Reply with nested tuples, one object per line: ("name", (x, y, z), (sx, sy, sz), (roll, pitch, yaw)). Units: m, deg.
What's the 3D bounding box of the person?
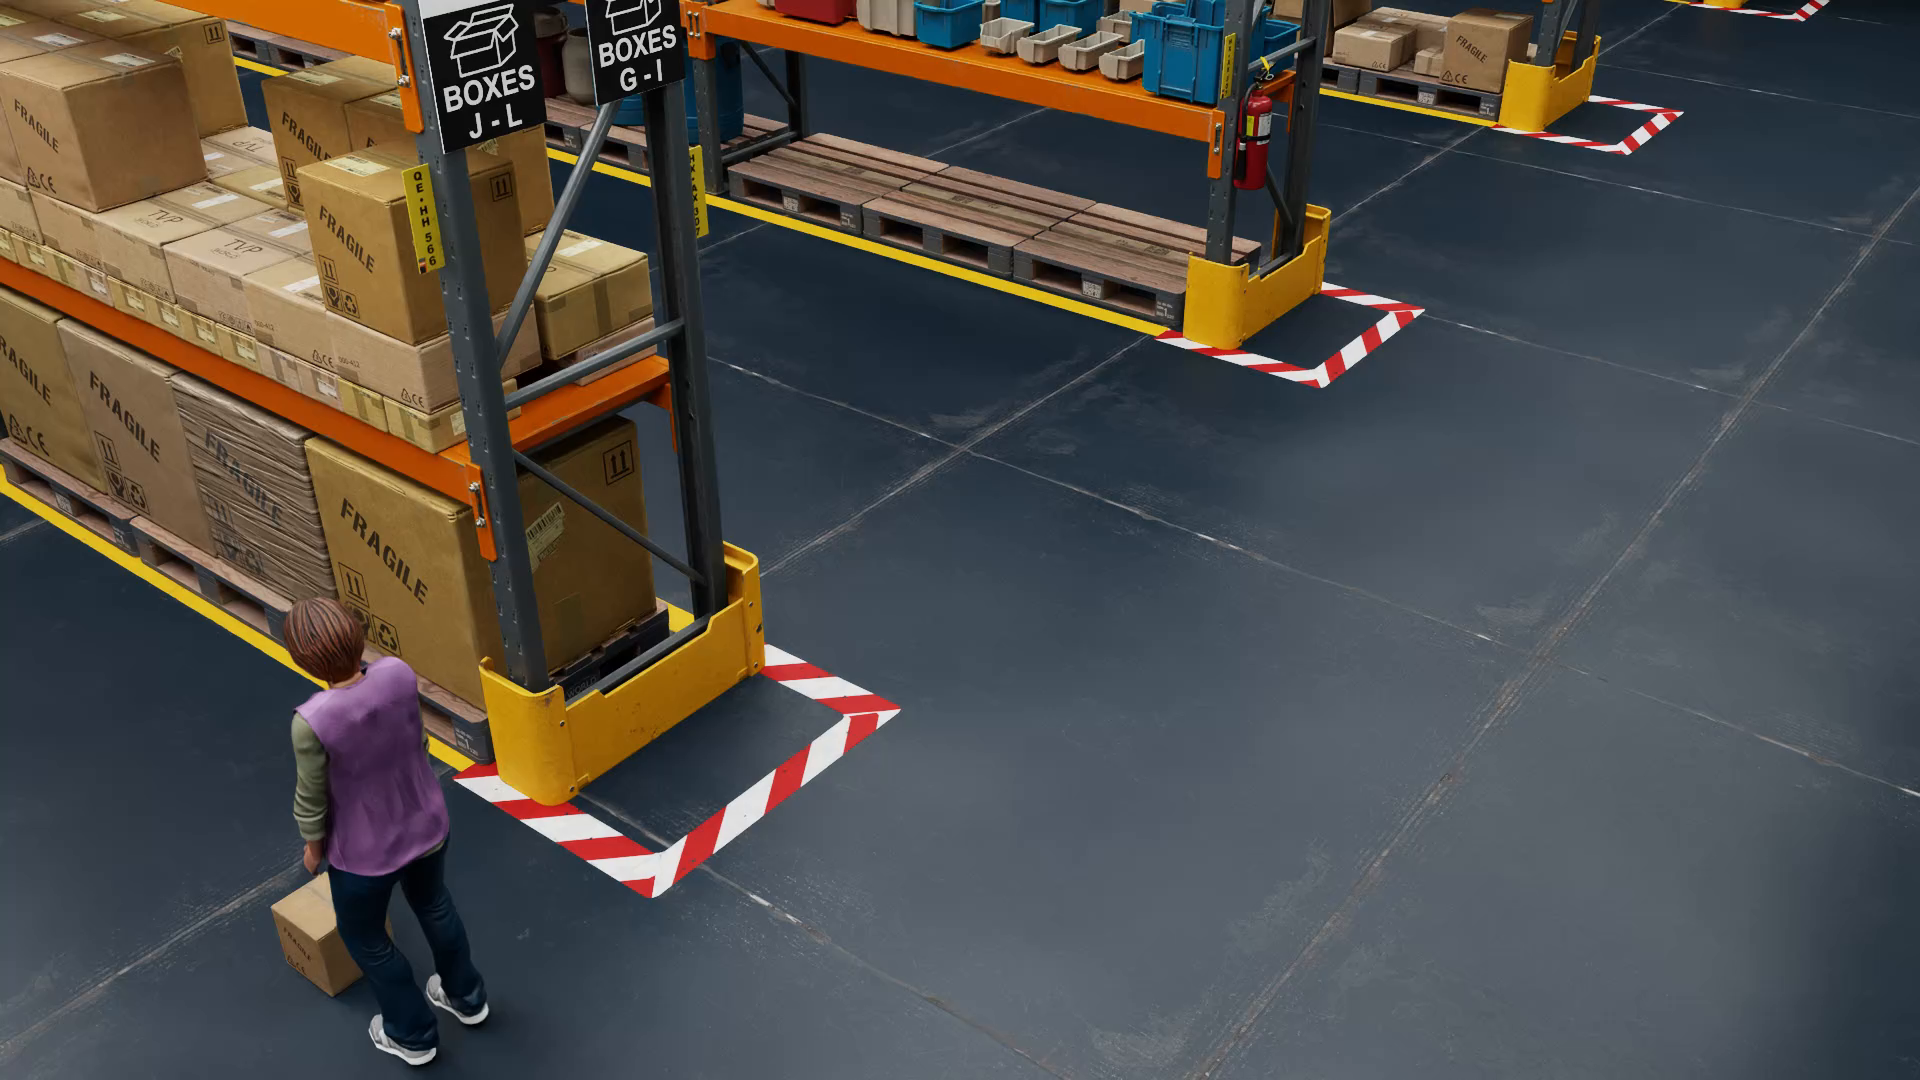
("person", (-1.660, 0.868, 4.761), (0.340, 1.562, 0.417), (22, 38, 32))
